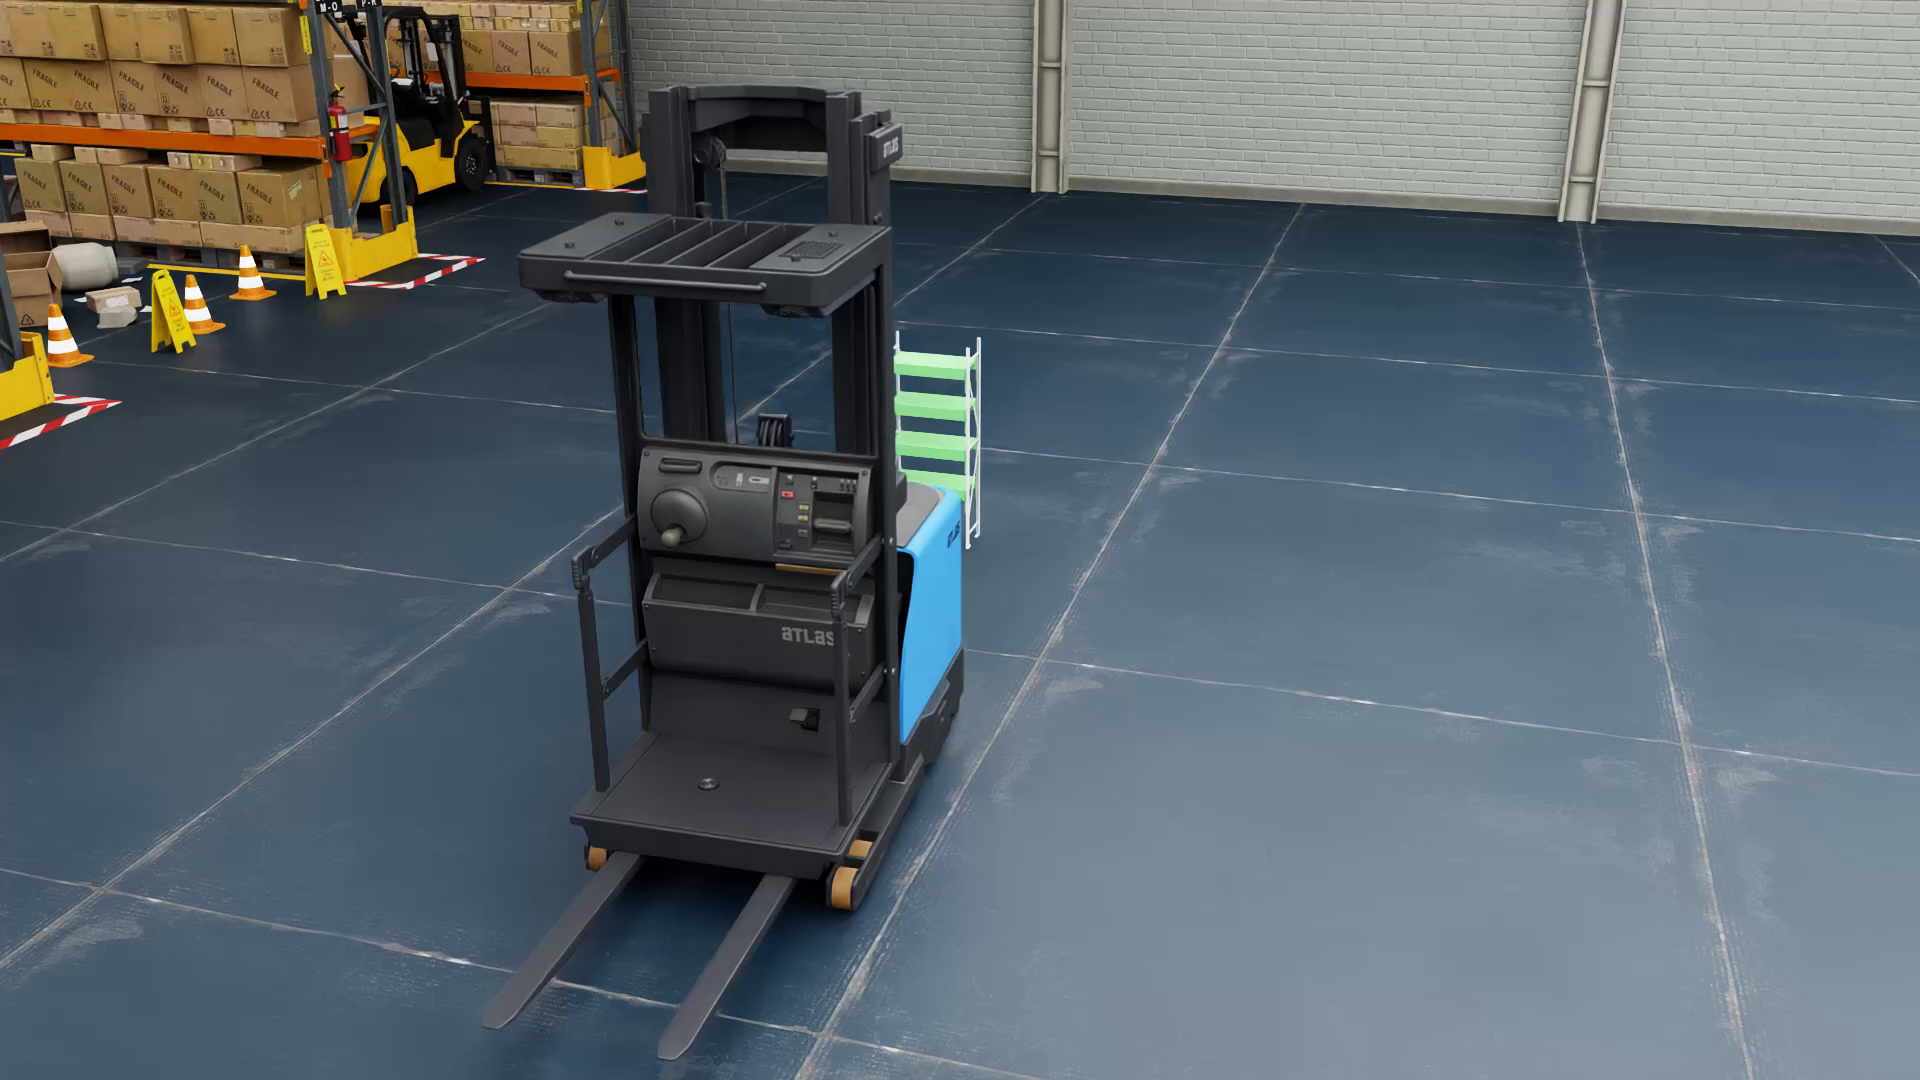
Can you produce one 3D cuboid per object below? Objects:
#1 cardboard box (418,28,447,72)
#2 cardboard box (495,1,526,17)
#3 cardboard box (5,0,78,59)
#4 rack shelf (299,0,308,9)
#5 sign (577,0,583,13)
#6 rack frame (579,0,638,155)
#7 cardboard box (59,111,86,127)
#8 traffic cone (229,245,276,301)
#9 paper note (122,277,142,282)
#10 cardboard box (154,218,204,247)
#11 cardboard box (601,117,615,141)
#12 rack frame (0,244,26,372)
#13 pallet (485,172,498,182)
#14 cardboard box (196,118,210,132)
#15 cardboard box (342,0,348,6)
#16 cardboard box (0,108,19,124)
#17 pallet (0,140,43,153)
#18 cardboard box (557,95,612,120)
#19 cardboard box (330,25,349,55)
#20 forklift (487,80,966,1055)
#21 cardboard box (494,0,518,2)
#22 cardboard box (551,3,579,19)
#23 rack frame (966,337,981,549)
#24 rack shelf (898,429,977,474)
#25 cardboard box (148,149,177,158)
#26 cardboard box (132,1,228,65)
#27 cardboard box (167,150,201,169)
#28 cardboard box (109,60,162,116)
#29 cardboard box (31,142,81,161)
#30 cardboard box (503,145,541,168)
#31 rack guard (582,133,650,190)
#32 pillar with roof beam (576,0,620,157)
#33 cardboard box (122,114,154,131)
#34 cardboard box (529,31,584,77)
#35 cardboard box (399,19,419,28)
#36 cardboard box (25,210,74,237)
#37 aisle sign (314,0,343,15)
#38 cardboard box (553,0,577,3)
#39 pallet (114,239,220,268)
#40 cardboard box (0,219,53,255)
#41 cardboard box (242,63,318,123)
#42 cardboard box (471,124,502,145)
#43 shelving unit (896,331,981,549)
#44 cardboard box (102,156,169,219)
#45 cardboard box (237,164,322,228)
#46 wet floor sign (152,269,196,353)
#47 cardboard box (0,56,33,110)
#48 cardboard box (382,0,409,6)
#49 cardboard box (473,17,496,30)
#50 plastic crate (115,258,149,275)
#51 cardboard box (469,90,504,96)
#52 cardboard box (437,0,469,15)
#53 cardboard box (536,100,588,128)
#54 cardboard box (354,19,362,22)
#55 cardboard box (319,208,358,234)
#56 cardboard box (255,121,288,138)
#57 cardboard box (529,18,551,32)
[{"bbox_3d":[-6.272,-6.021,20.365,0.500,0.500,0.500,7,23,16],"label":"cardboard box"},{"bbox_3d":[-5.380,-6.385,20.004,0.250,0.149,0.380,7,23,16],"label":"cardboard box"},{"bbox_3d":[-8.675,-4.939,16.018,0.500,0.500,0.700,7,23,16],"label":"cardboard box"},{"bbox_3d":[-7.601,-5.319,15.781,4.000,0.370,1.077,7,23,16],"label":"rack shelf"},{"bbox_3d":[-4.426,-6.299,19.335,0.005,0.325,0.100,7,23,16],"label":"sign"},{"bbox_3d":[-4.256,-5.849,20.077,0.127,3.000,1.000,7,23,16],"label":"rack frame"},{"bbox_3d":[-8.560,-4.150,16.265,0.250,0.149,0.380,7,23,17],"label":"cardboard box"},{"bbox_3d":[-6.471,-2.450,15.133,0.334,0.463,0.336,7,23,16],"label":"traffic cone"},{"bbox_3d":[-7.843,-2.469,15.748,0.148,0.019,0.142,-1,22,-3],"label":"paper note"},{"bbox_3d":[-7.534,-3.073,16.380,0.500,0.250,0.500,6,23,14],"label":"cardboard box"},{"bbox_3d":[-4.646,-5.130,20.734,0.500,0.250,0.500,7,23,16],"label":"cardboard box"},{"bbox_3d":[-7.020,-2.236,11.268,0.127,3.000,1.000,7,23,16],"label":"rack frame"},{"bbox_3d":[-6.165,-4.762,21.101,1.213,0.211,1.003,7,23,15],"label":"pallet"},{"bbox_3d":[-7.080,-4.012,15.929,0.250,0.149,0.380,7,23,16],"label":"cardboard box"},{"bbox_3d":[-7.585,-6.639,20.625,0.250,0.149,0.380,7,23,16],"label":"cardboard box"},{"bbox_3d":[-9.307,-4.216,16.428,0.250,0.149,0.380,6,23,15],"label":"cardboard box"},{"bbox_3d":[-12.619,-5.532,22.977,1.213,0.211,1.003,7,23,16],"label":"pallet"},{"bbox_3d":[-4.662,-5.355,20.625,0.500,0.250,0.500,6,23,15],"label":"cardboard box"},{"bbox_3d":[-7.736,-6.190,20.777,0.500,0.500,0.500,6,23,14],"label":"cardboard box"},{"bbox_3d":[-0.834,-0.119,6.199,1.130,2.935,3.031,6,23,13],"label":"forklift"},{"bbox_3d":[-5.506,-6.565,20.443,0.250,0.149,0.380,7,23,17],"label":"cardboard box"},{"bbox_3d":[-4.660,-6.296,19.787,0.250,0.149,0.380,7,23,16],"label":"cardboard box"},{"bbox_3d":[0.075,-0.547,9.521,0.015,1.200,0.240,7,23,16],"label":"rack frame"},{"bbox_3d":[-0.158,-0.514,9.611,0.480,0.148,0.258,7,23,16],"label":"rack shelf"},{"bbox_3d":[-7.896,-3.675,16.858,0.500,0.500,0.500,8,24,18],"label":"cardboard box"},{"bbox_3d":[-7.239,-4.745,15.544,0.500,0.500,0.700,6,23,15],"label":"cardboard box"},{"bbox_3d":[-7.391,-3.682,16.020,0.250,0.149,0.380,8,23,18],"label":"cardboard box"},{"bbox_3d":[-7.721,-4.364,15.932,0.500,0.500,0.500,7,23,16],"label":"cardboard box"},{"bbox_3d":[-8.927,-3.855,16.442,0.250,0.149,0.380,7,23,16],"label":"cardboard box"},{"bbox_3d":[-5.271,-4.766,20.506,0.500,0.250,0.500,7,23,15],"label":"cardboard box"},{"bbox_3d":[-4.233,-4.690,20.545,0.348,0.500,1.175,7,23,16],"label":"rack guard"},{"bbox_3d":[-5.906,-7.464,16.110,0.400,9.000,9.100,7,23,16],"label":"pillar with roof beam"},{"bbox_3d":[-7.836,-4.055,16.035,0.250,0.149,0.380,6,23,15],"label":"cardboard box"},{"bbox_3d":[-4.803,-5.854,19.957,0.500,0.500,0.500,6,23,14],"label":"cardboard box"},{"bbox_3d":[-6.639,-6.353,20.318,0.250,0.149,0.380,6,23,14],"label":"cardboard box"},{"bbox_3d":[-9.029,-3.243,16.794,0.500,0.250,0.500,5,23,13],"label":"cardboard box"},{"bbox_3d":[-5.711,-5.136,14.913,0.004,0.787,0.394,7,23,16],"label":"aisle sign"},{"bbox_3d":[-4.752,-6.499,20.284,0.250,0.149,0.380,7,23,17],"label":"cardboard box"},{"bbox_3d":[-7.691,-3.000,16.805,1.213,0.211,1.003,7,23,16],"label":"pallet"},{"bbox_3d":[-8.883,-2.717,15.731,0.500,0.500,0.500,-14,26,-30],"label":"cardboard box"},{"bbox_3d":[-6.286,-4.189,15.505,0.500,0.500,0.500,6,23,15],"label":"cardboard box"},{"bbox_3d":[-5.790,-5.050,20.540,0.500,0.250,0.500,6,23,14],"label":"cardboard box"},{"bbox_3d":[-0.158,-0.573,9.587,0.503,1.200,0.258,7,23,16],"label":"shelving unit"},{"bbox_3d":[-8.017,-3.478,16.379,0.500,0.500,0.500,8,24,18],"label":"cardboard box"},{"bbox_3d":[-6.529,-3.307,15.962,0.500,0.500,0.500,7,23,16],"label":"cardboard box"},{"bbox_3d":[-6.420,-1.863,13.461,0.232,0.644,0.267,3,22,6],"label":"wet floor sign"},{"bbox_3d":[-9.175,-4.518,16.308,0.500,0.500,0.500,6,23,15],"label":"cardboard box"},{"bbox_3d":[-6.870,-6.524,20.344,0.250,0.149,0.380,6,23,15],"label":"cardboard box"},{"bbox_3d":[-5.656,-6.243,20.051,0.250,0.149,0.380,6,23,14],"label":"cardboard box"},{"bbox_3d":[-8.250,-2.663,16.156,0.583,0.080,0.402,-1,22,-3],"label":"plastic crate"},{"bbox_3d":[-6.105,-5.526,21.042,0.500,0.250,0.500,6,23,14],"label":"cardboard box"},{"bbox_3d":[-6.130,-6.462,20.192,0.250,0.149,0.380,7,23,16],"label":"cardboard box"},{"bbox_3d":[-4.787,-5.171,20.176,0.500,0.250,0.500,7,23,17],"label":"cardboard box"},{"bbox_3d":[-7.351,-6.457,20.573,0.250,0.149,0.380,6,23,15],"label":"cardboard box"},{"bbox_3d":[-6.379,-3.156,16.582,0.500,0.250,0.500,6,23,15],"label":"cardboard box"},{"bbox_3d":[-6.381,-3.880,15.607,0.250,0.149,0.380,6,23,15],"label":"cardboard box"},{"bbox_3d":[-4.922,-6.149,19.821,0.250,0.149,0.380,7,23,16],"label":"cardboard box"}]
